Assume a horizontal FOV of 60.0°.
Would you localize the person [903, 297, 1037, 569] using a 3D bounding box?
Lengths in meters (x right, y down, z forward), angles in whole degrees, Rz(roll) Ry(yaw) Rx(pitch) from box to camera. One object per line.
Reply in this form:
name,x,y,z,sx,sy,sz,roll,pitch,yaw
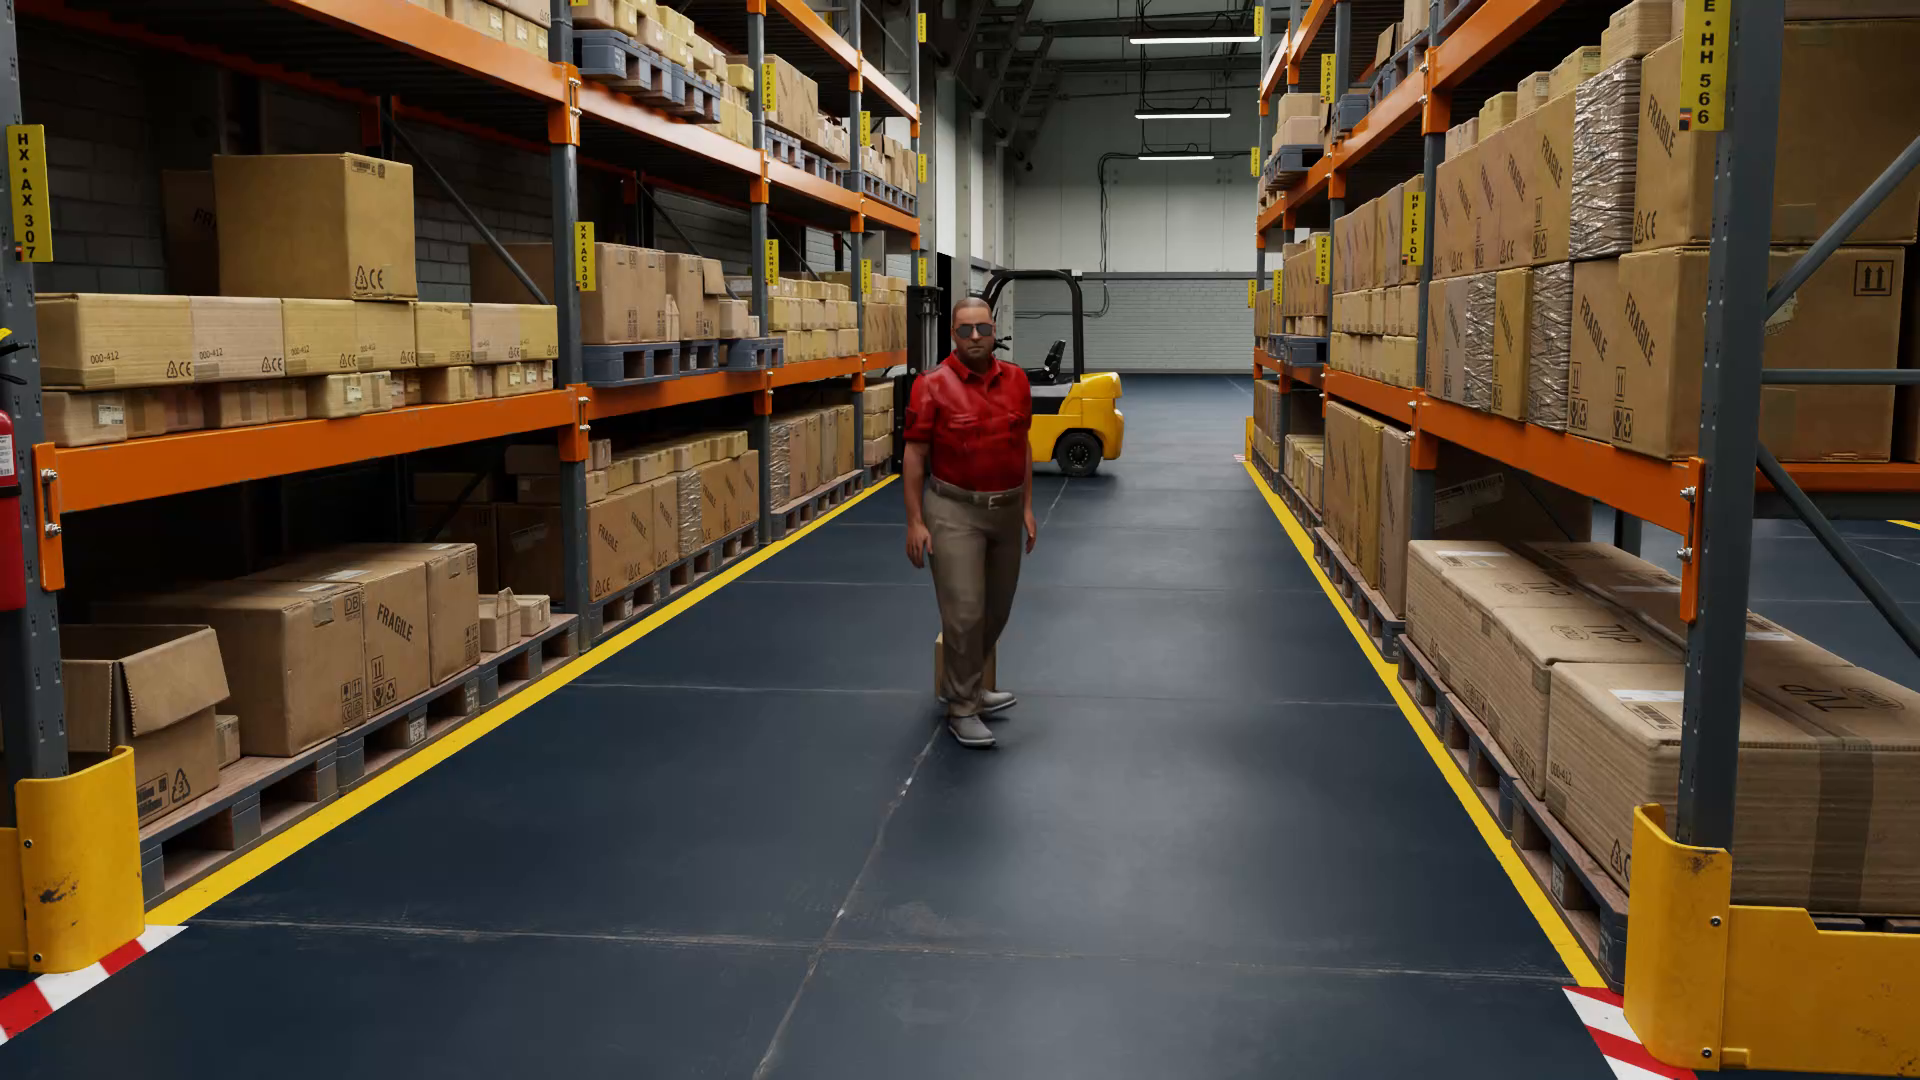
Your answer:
person,0.080,-0.408,6.399,0.569,1.042,0.316,-5,9,-33
